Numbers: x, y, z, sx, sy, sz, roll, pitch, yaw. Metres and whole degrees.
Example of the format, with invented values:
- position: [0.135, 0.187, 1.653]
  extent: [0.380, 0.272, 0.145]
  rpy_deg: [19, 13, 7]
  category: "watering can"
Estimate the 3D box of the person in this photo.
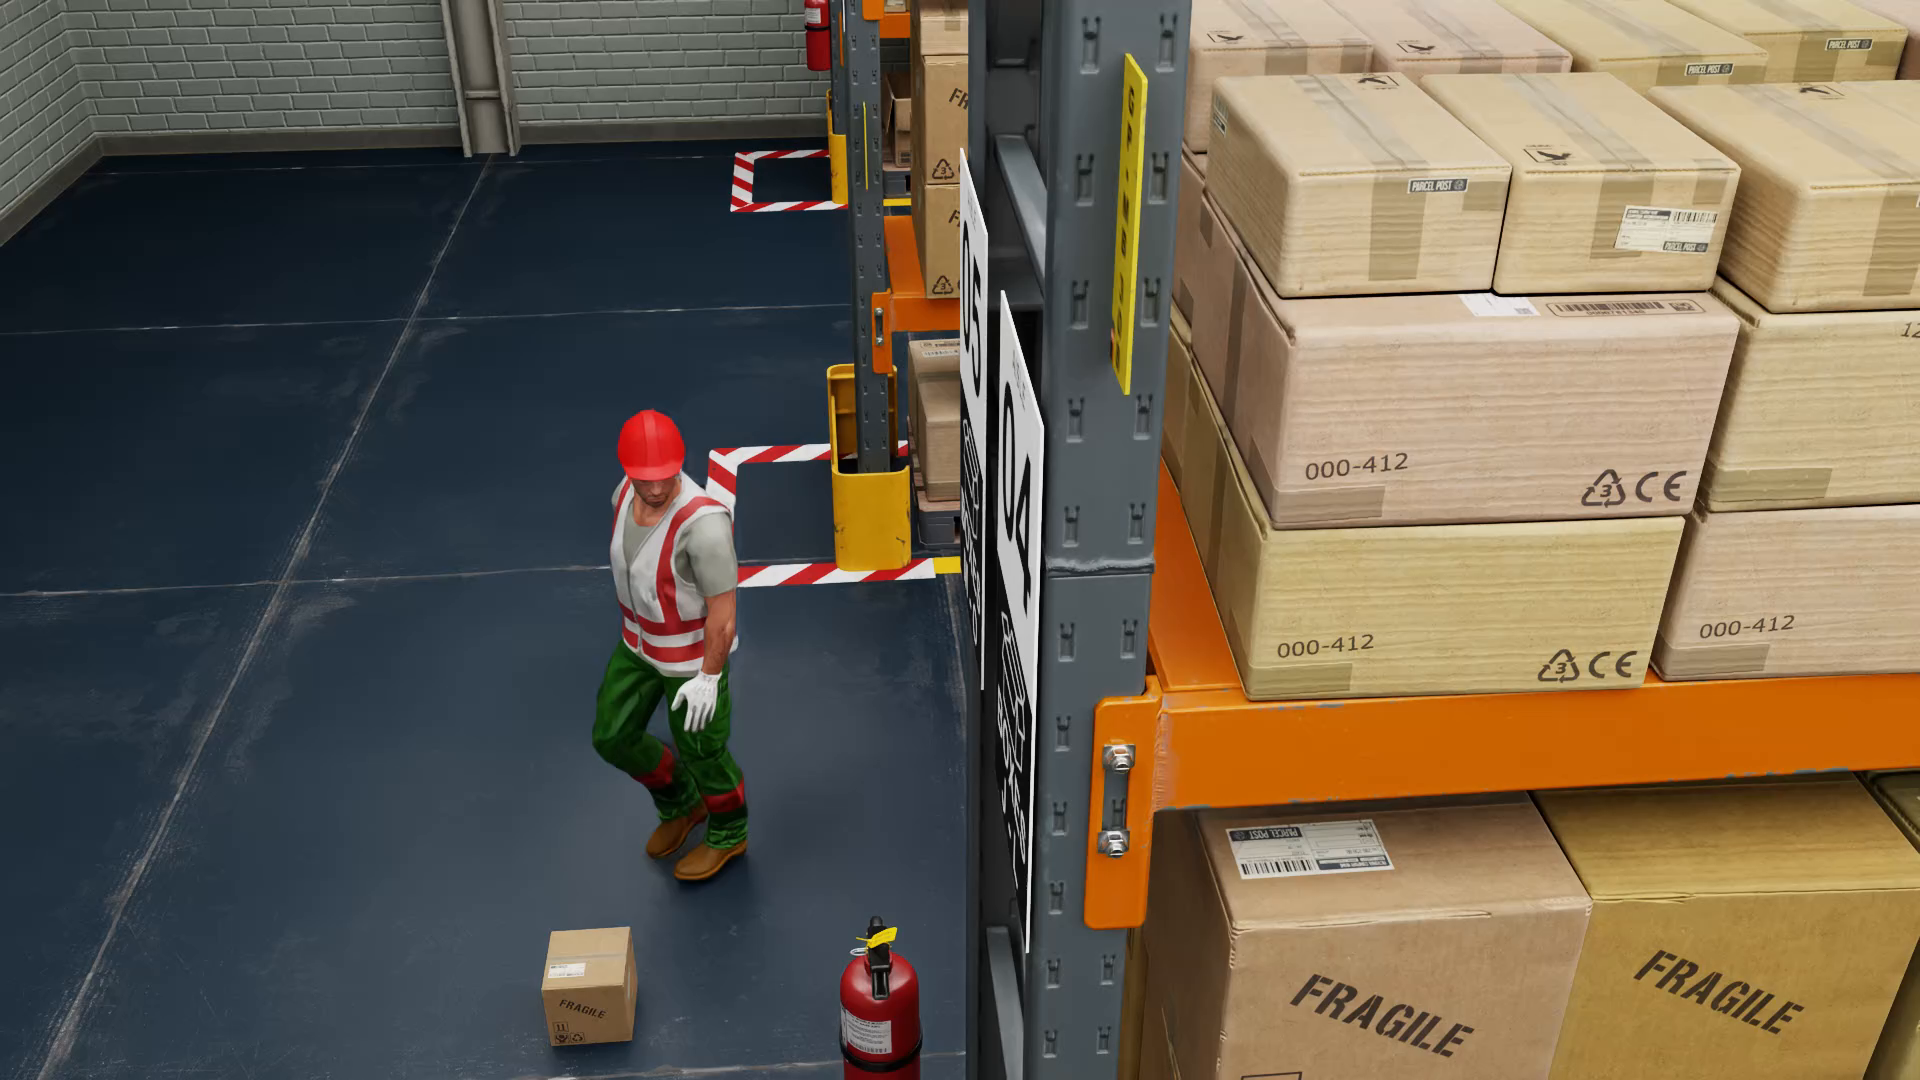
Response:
- position: [-0.966, 0.389, 5.443]
  extent: [0.599, 1.812, 0.425]
  rpy_deg: [26, 40, 36]
  category: "person"
